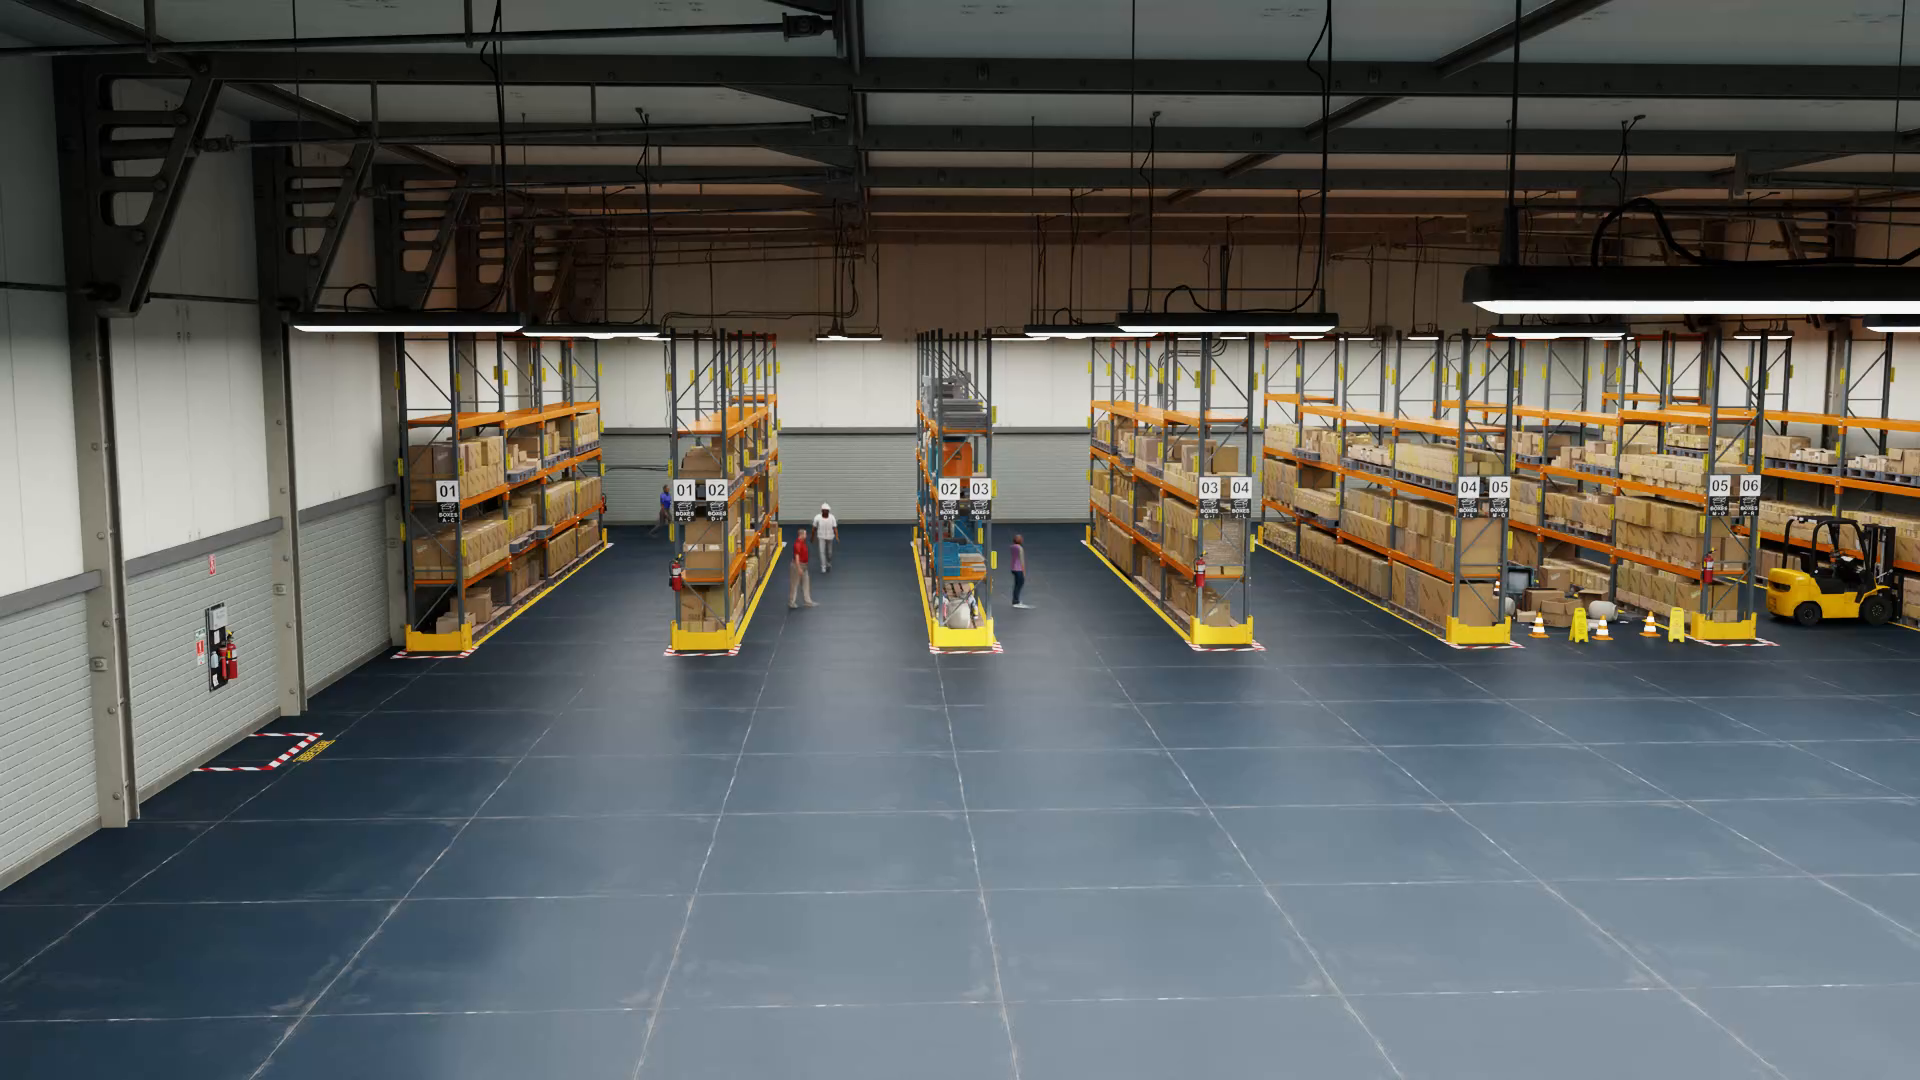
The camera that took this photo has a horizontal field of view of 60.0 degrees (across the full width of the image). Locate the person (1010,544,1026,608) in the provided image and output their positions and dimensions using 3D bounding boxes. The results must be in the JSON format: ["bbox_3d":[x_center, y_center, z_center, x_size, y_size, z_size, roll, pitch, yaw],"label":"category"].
[{"bbox_3d":[1.295,0.781,36.211,0.386,1.376,0.466,-3,7,-24],"label":"person"}]

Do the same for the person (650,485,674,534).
[{"bbox_3d":[-8.704,-0.846,48.662,0.745,1.541,0.495,1,7,10],"label":"person"}]

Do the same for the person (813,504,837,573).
[{"bbox_3d":[-3.401,-0.056,41.886,0.611,1.722,1.080,-1,7,-7],"label":"person"}]

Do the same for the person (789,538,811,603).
[{"bbox_3d":[-3.529,0.673,36.193,0.469,1.458,0.538,3,7,22],"label":"person"}]
